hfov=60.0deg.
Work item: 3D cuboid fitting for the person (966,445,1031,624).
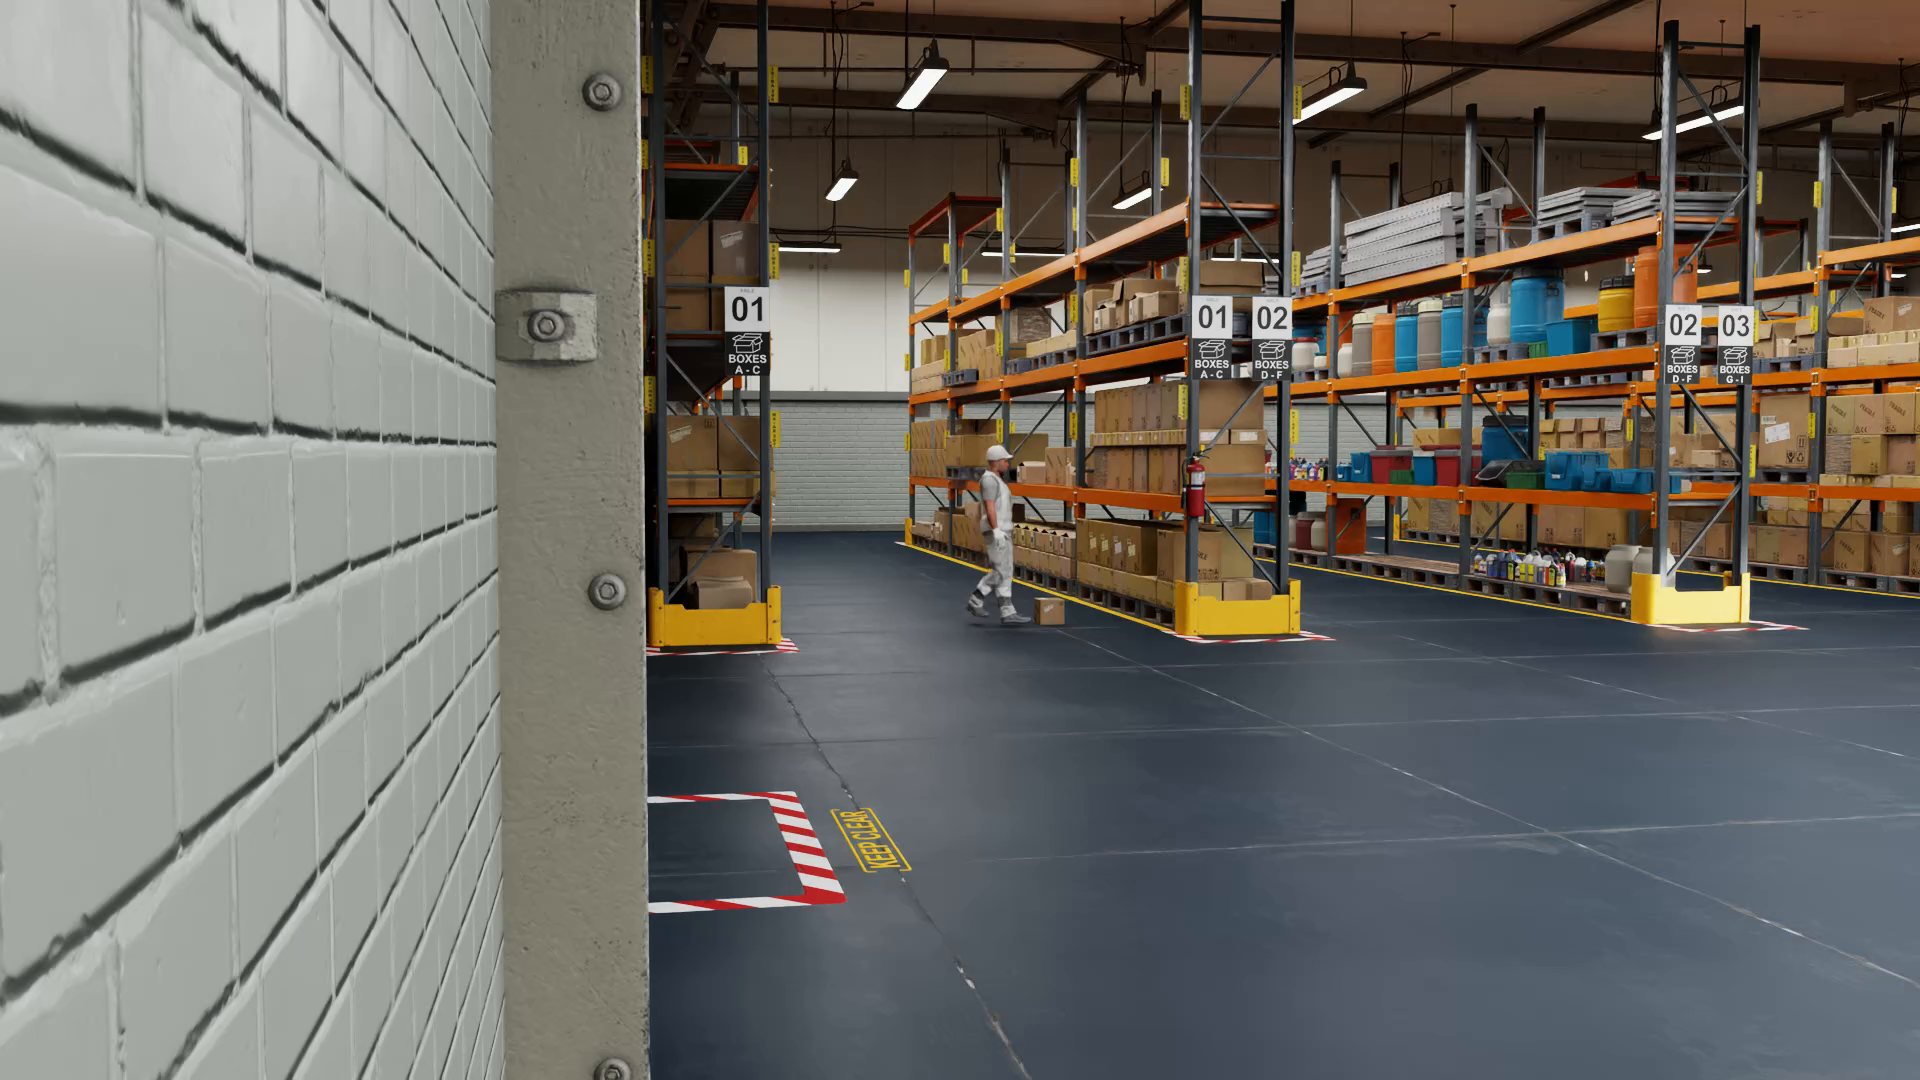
[{"bbox_3d":[0.382,-0.054,16.610,0.656,1.781,0.618,1,3,14],"label":"person"}]
